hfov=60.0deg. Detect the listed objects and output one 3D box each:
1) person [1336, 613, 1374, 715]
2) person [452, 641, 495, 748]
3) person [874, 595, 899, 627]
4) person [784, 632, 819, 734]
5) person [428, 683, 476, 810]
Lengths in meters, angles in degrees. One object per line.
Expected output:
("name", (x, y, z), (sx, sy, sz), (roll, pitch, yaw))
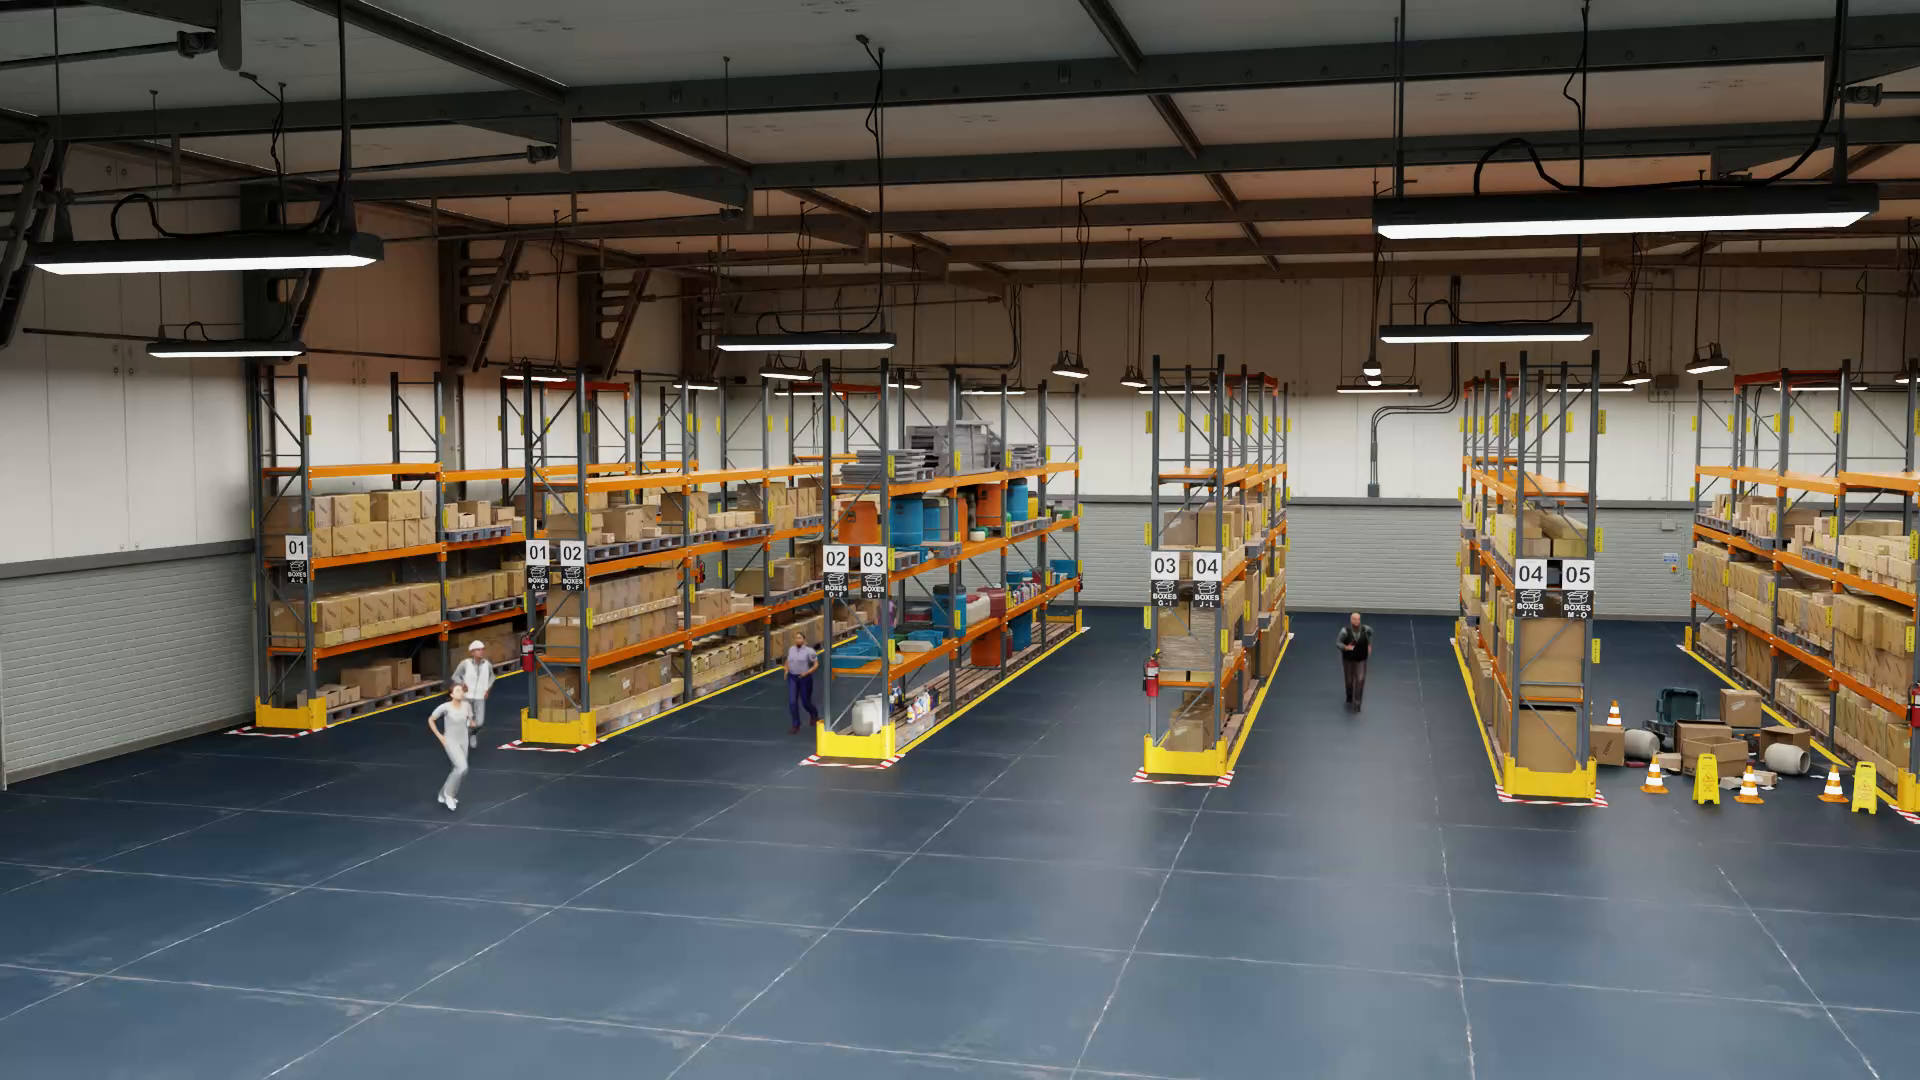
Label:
("person", (6.937, 2.146, 29.240), (0.689, 1.754, 0.961), (0, 4, 6))
("person", (-7.434, 2.396, 25.495), (0.664, 1.700, 0.547), (-2, 4, -25))
("person", (-1.527, 1.840, 34.749), (0.522, 1.554, 0.598), (0, 4, 2))
("person", (-2.608, 2.323, 27.217), (0.627, 1.614, 0.744), (1, 4, 17))
("person", (-6.581, 2.679, 21.705), (0.673, 1.649, 0.560), (3, 5, 35))
